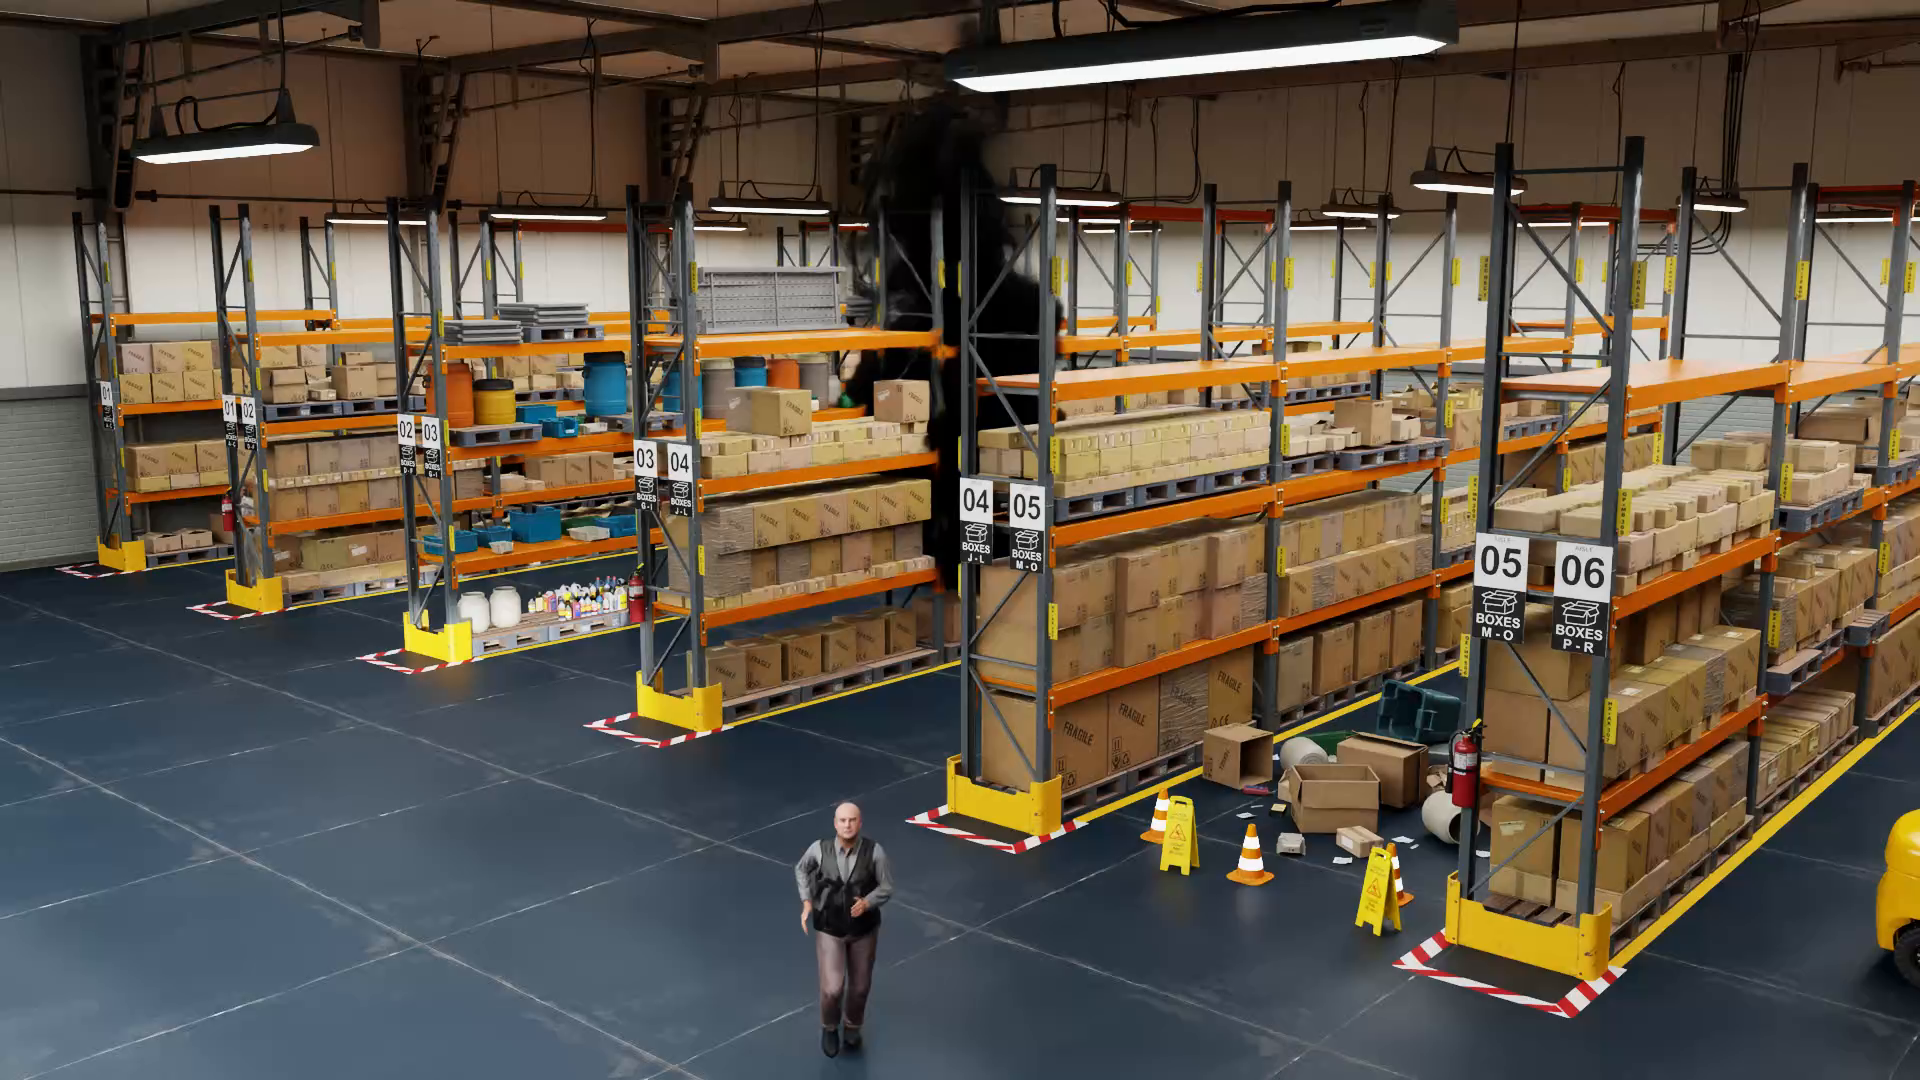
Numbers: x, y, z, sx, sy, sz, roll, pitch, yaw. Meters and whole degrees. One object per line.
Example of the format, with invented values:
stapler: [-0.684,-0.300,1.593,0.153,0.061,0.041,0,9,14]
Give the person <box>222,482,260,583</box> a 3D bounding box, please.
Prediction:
person: [-11.501,-0.080,26.761,0.632,1.764,0.722,5,11,30]

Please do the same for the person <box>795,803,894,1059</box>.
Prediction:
person: [-0.742,2.549,10.799,0.630,1.702,0.678,-1,10,-8]
